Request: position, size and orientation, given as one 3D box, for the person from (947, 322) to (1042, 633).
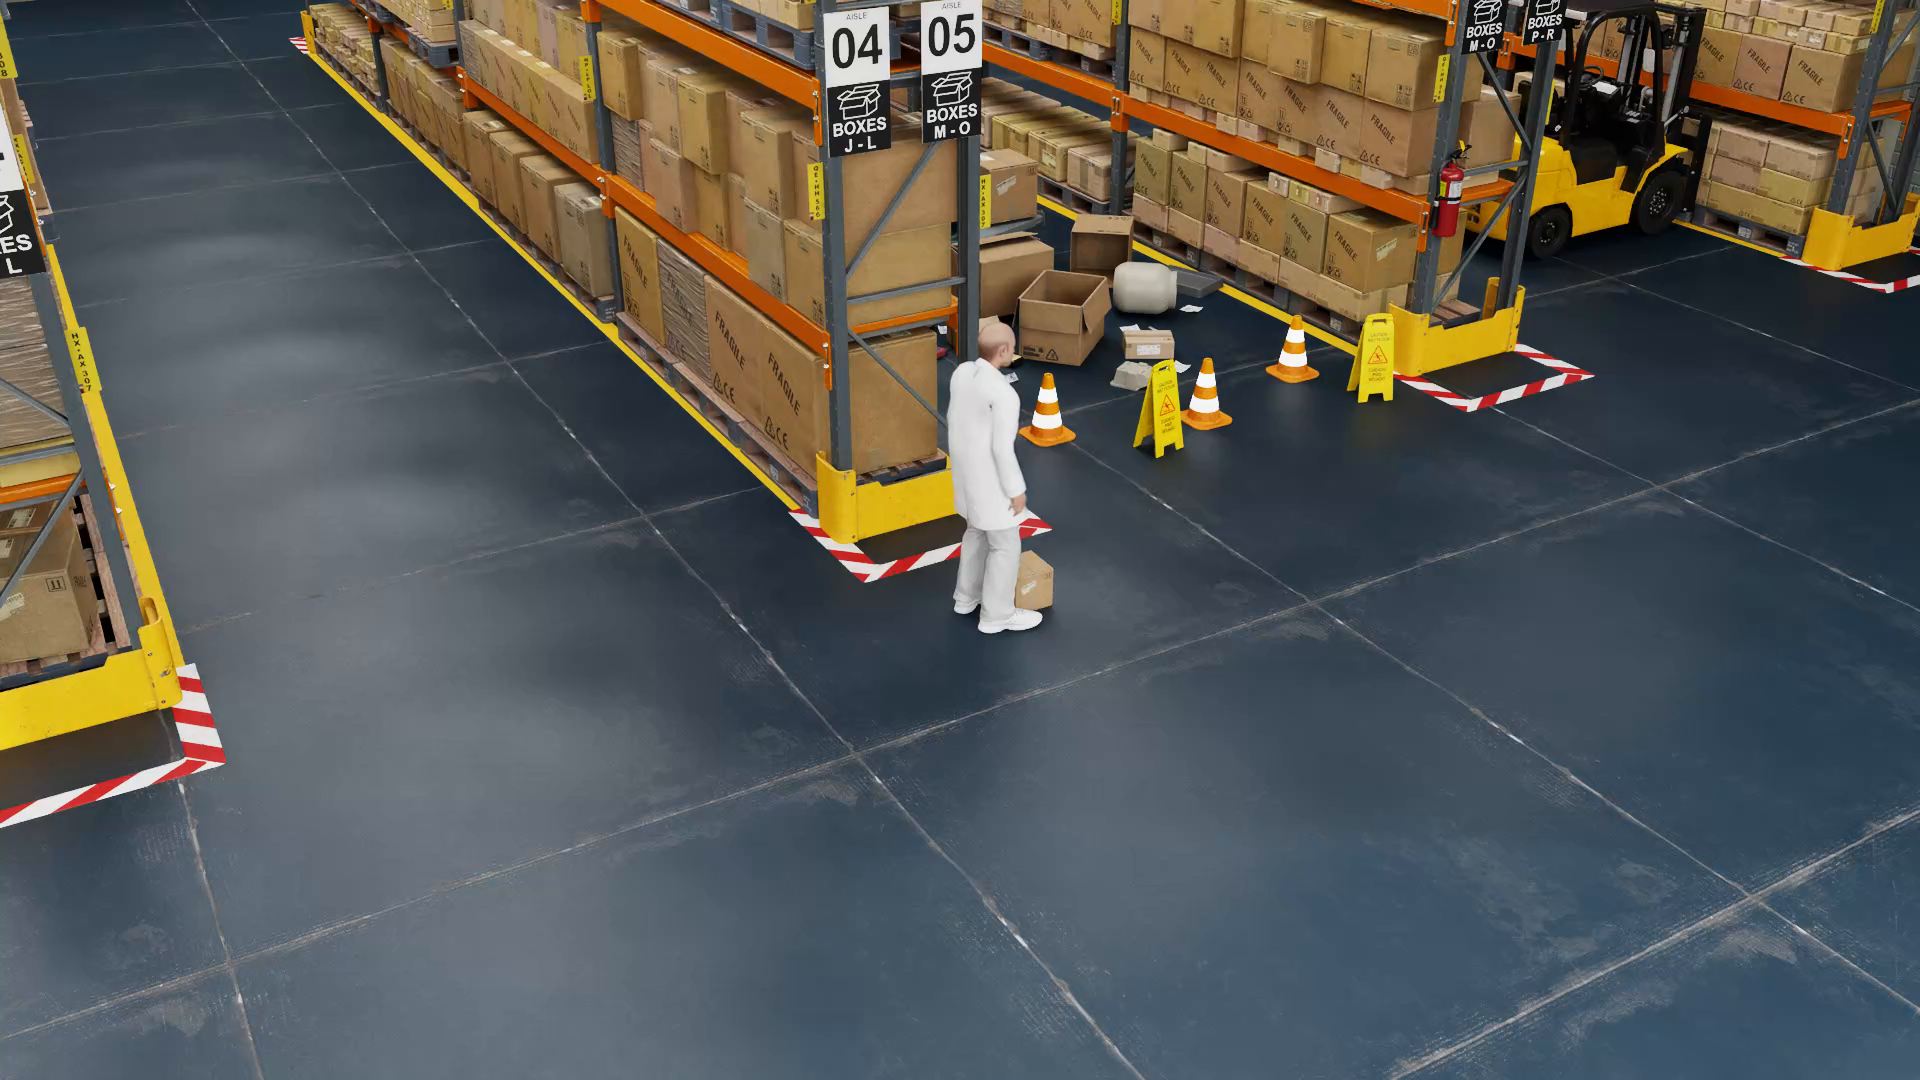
[{"bbox_3d":[0.163,-0.353,9.233,0.427,1.773,0.641,-16,32,-27],"label":"person"}]
